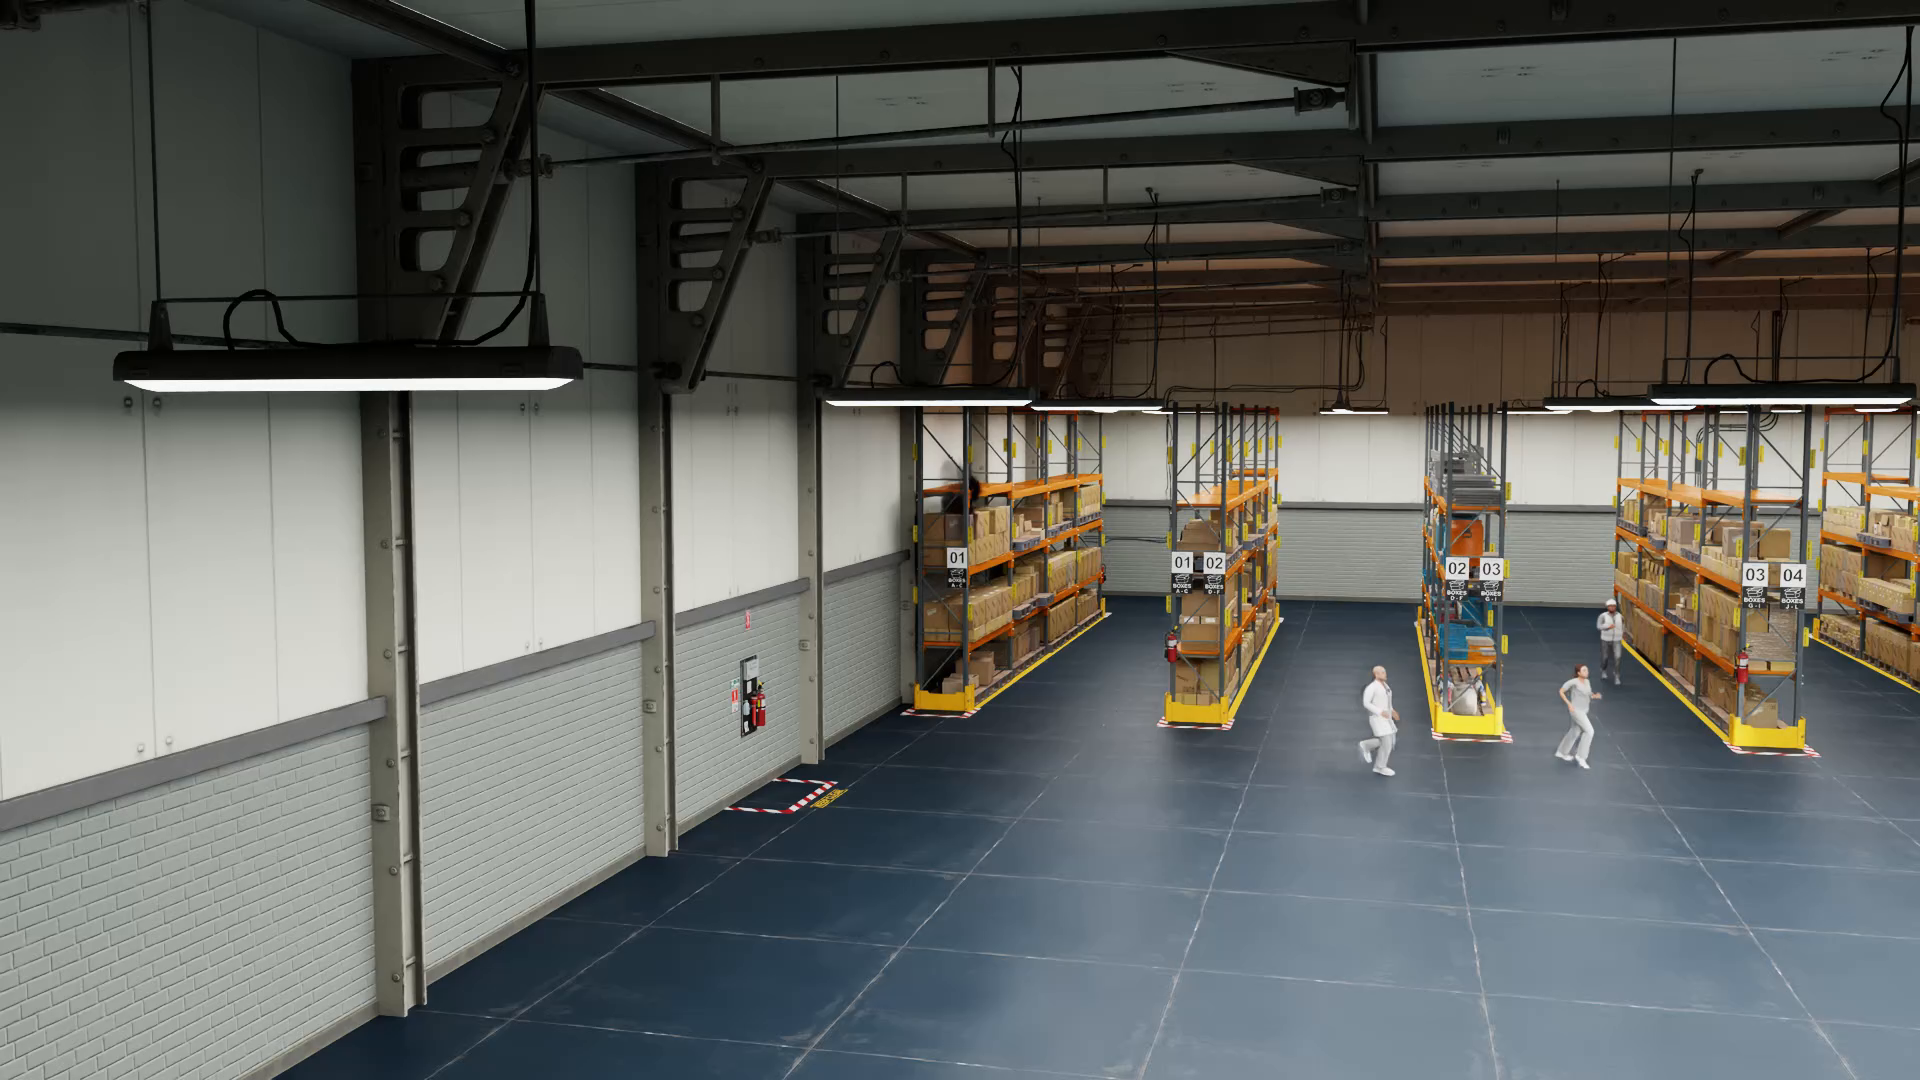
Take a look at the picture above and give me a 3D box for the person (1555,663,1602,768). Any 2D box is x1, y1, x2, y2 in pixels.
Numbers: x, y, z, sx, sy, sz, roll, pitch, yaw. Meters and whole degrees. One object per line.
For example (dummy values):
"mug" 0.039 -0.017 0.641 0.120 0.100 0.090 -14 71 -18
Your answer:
"person" 10.197 2.882 27.396 0.536 1.722 0.737 -4 6 -42

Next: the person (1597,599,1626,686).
"person" 14.036 2.182 35.839 0.633 1.823 0.821 1 4 11

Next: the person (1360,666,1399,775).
"person" 6.710 2.890 26.750 0.636 1.739 0.712 3 5 39
